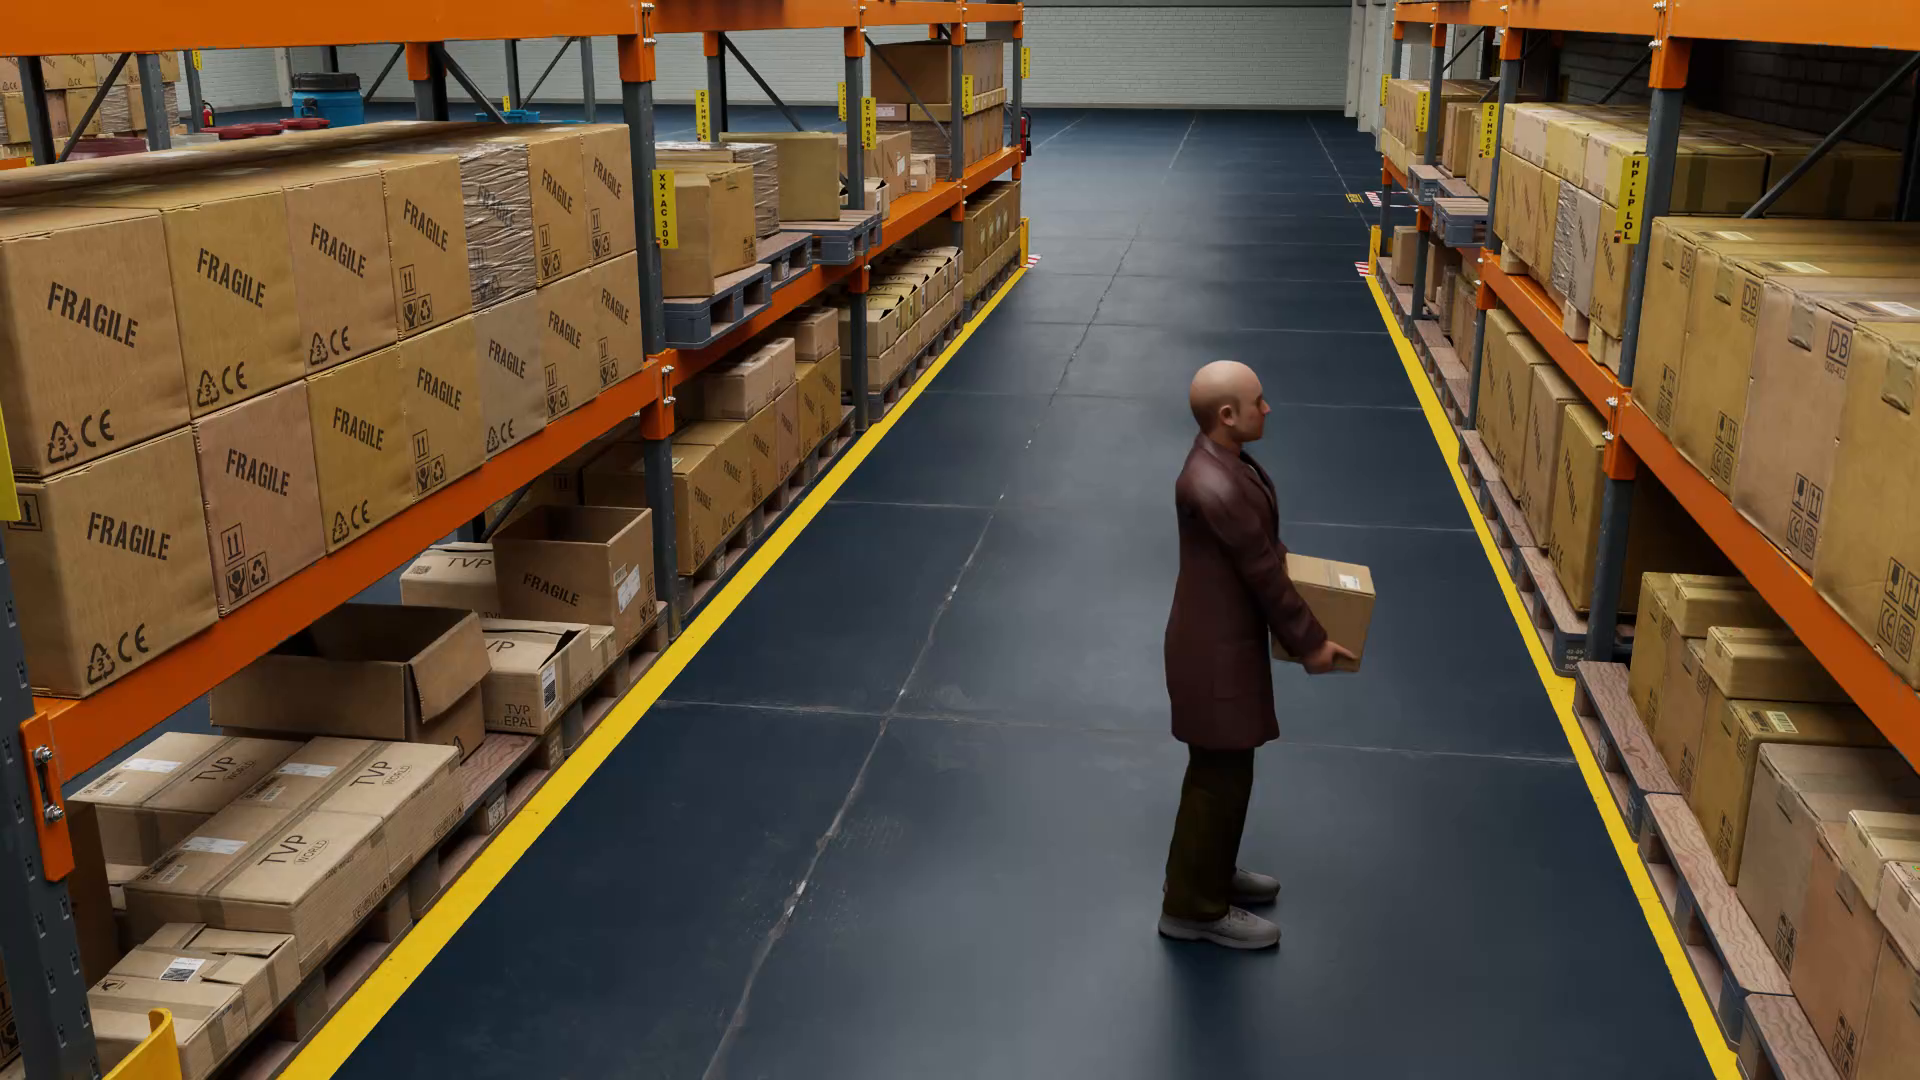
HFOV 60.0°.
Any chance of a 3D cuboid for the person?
[{"bbox_3d":[0.893,0.346,4.992,0.556,1.780,0.526,3,18,8],"label":"person"}]
